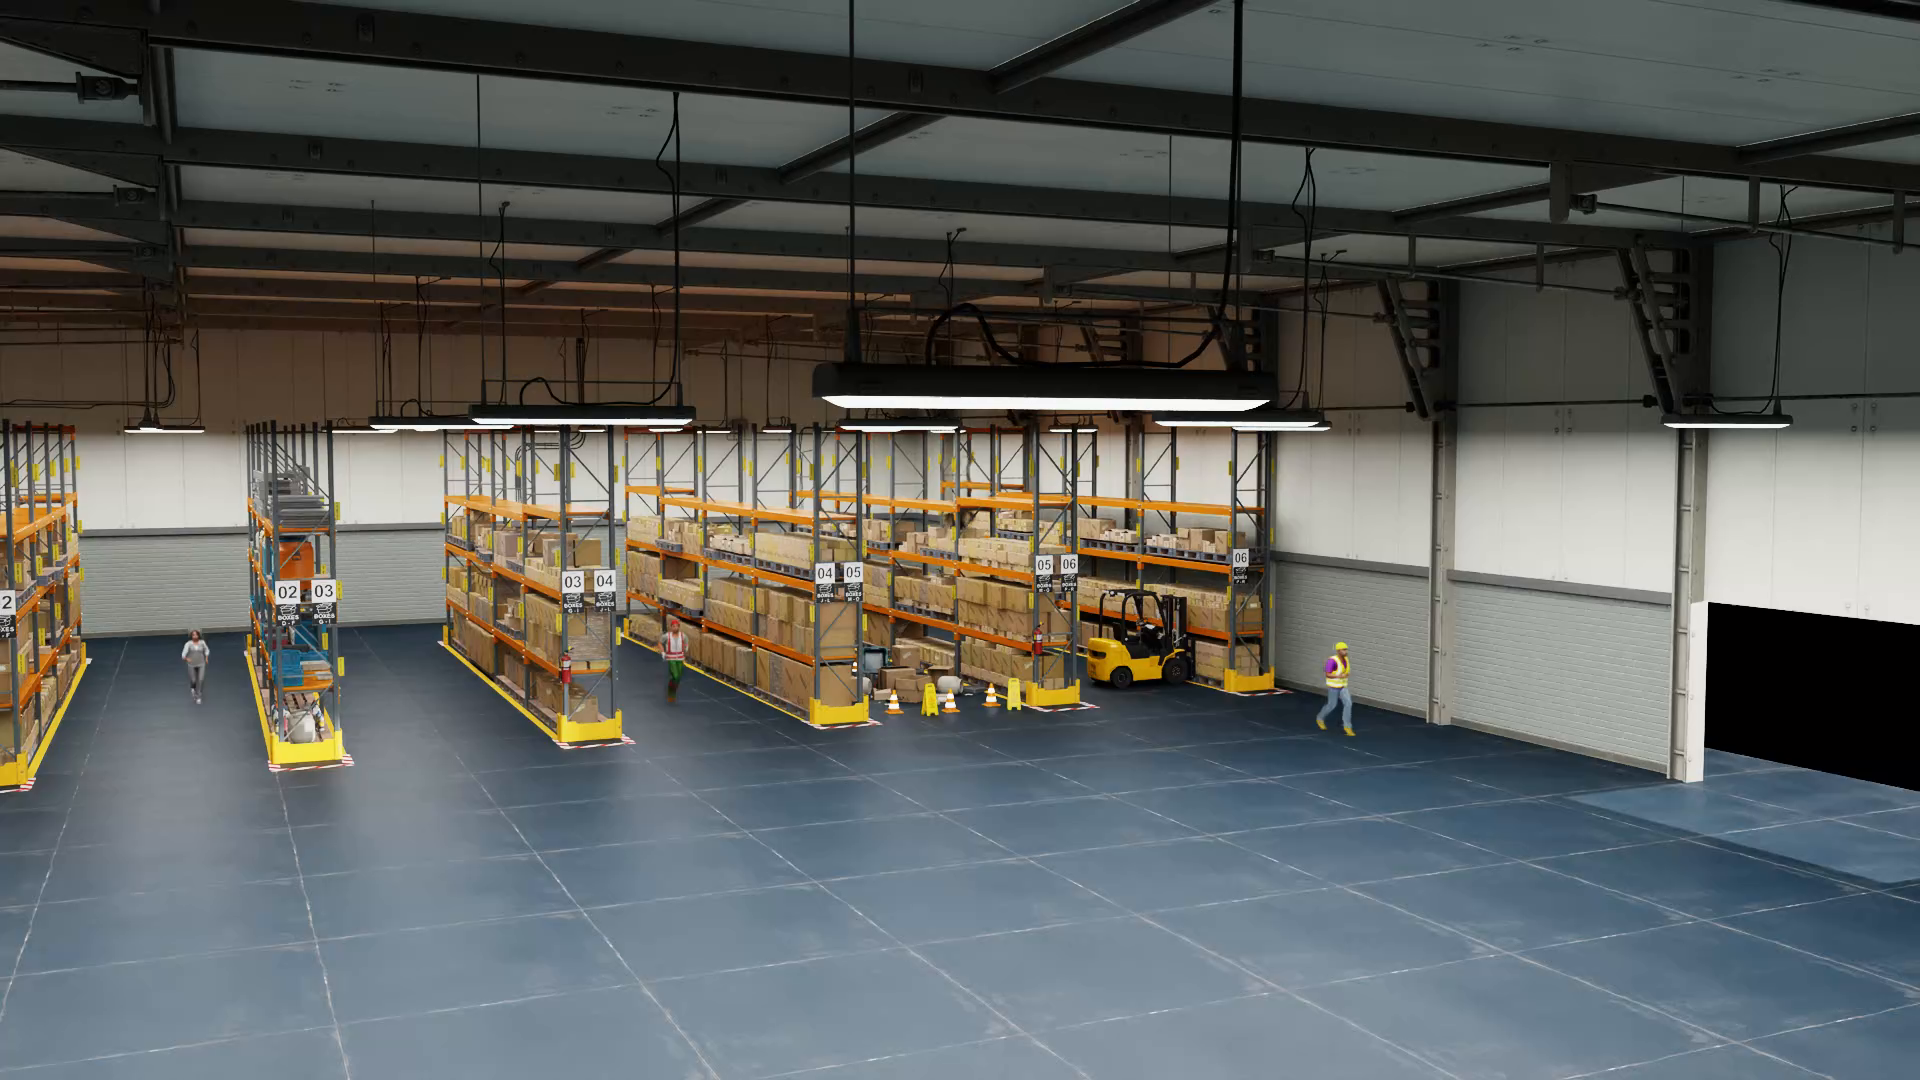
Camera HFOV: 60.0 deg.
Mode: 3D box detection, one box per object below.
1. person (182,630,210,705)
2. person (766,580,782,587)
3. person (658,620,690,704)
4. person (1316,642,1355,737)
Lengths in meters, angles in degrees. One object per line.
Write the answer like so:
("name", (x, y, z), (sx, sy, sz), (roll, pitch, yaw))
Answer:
("person", (-16.346, 2.710, 35.618), (0.532, 1.585, 0.813), (-2, 4, -29))
("person", (-5.693, 1.712, 50.580), (0.915, 1.693, 0.622), (-2, 4, -28))
("person", (-6.094, 2.611, 35.715), (0.620, 1.803, 0.706), (-2, 4, -29))
("person", (7.229, 2.849, 31.950), (0.729, 1.802, 0.958), (-3, 4, -36))
